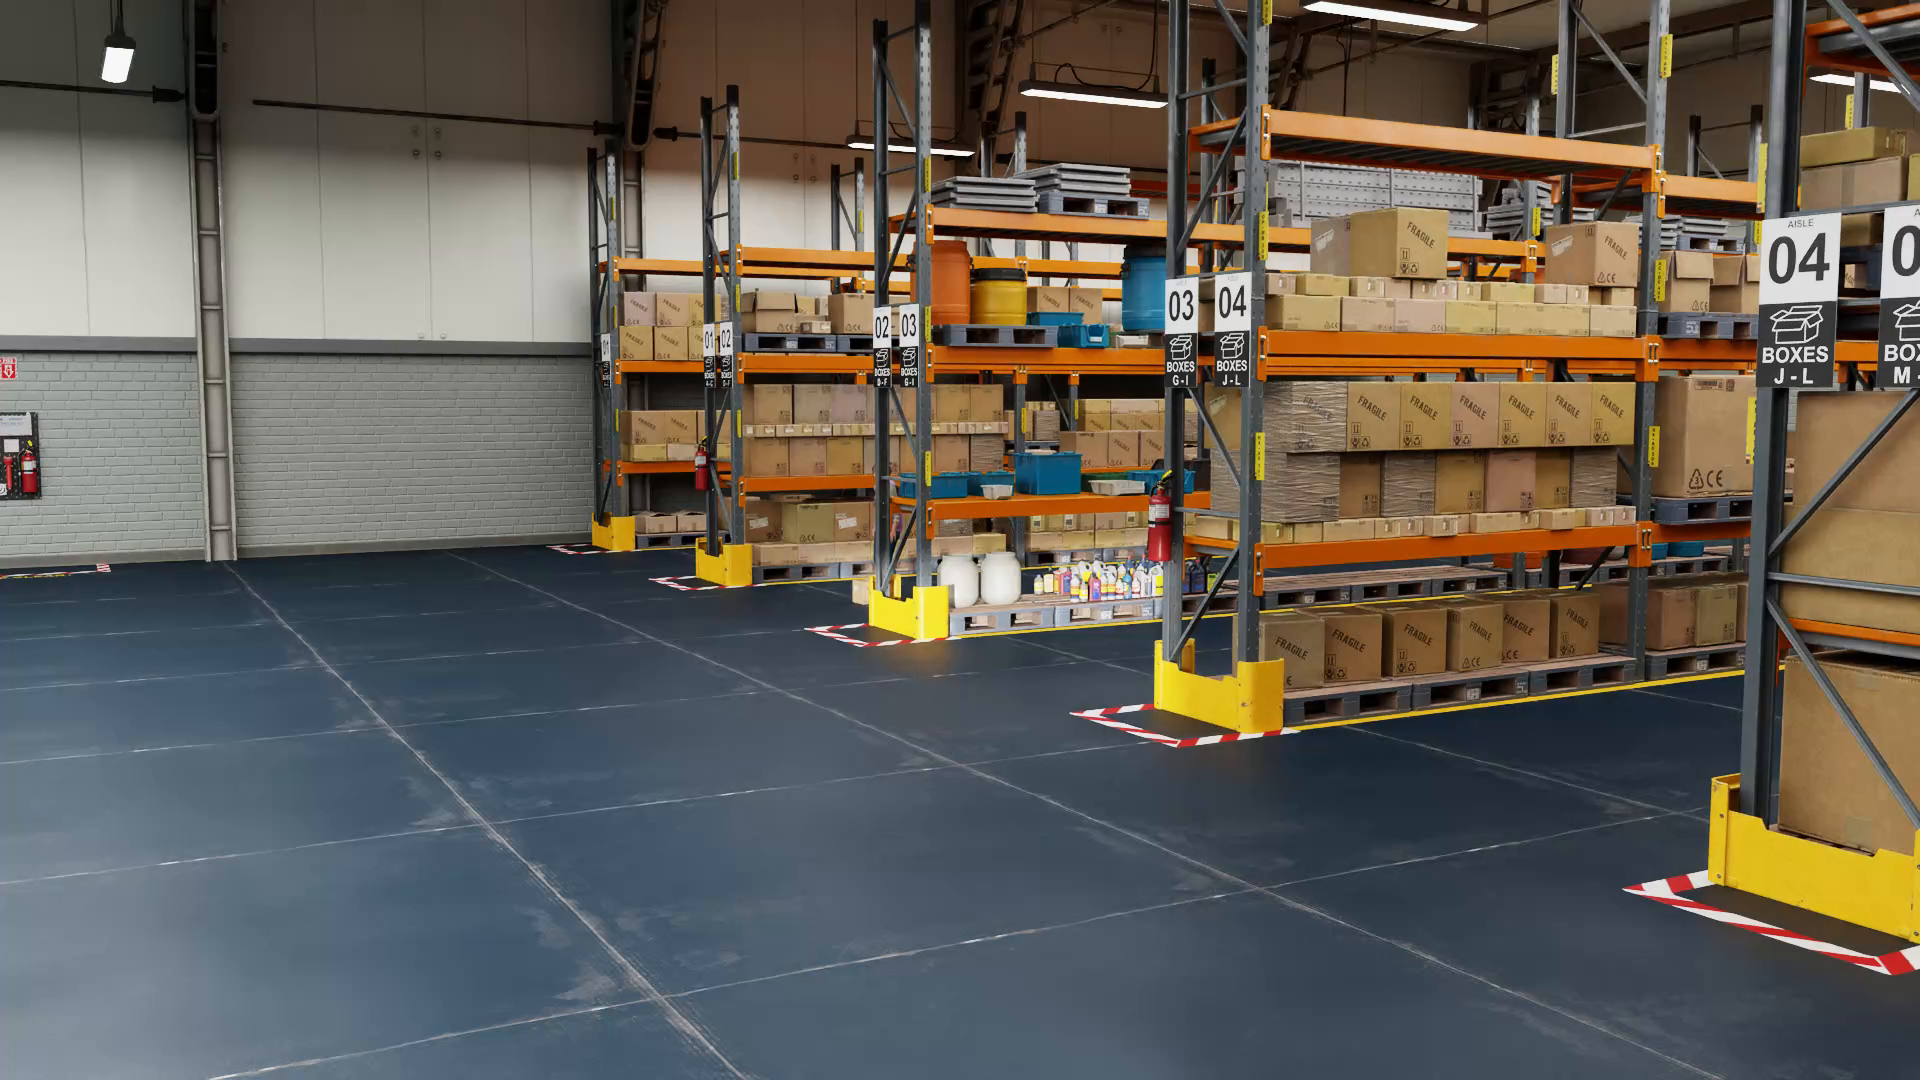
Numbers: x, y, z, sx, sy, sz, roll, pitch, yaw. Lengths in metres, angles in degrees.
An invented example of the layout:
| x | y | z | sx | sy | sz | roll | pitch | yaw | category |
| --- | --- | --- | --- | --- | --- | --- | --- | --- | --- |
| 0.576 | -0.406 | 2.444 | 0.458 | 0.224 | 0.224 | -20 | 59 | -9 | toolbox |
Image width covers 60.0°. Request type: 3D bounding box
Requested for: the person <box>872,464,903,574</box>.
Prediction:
| x | y | z | sx | sy | sz | roll | pitch | yaw | category |
| --- | --- | --- | --- | --- | --- | --- | --- | --- | --- |
| -0.836 | -0.100 | 18.746 | 0.348 | 1.592 | 0.483 | -3 | 6 | -32 | person |
